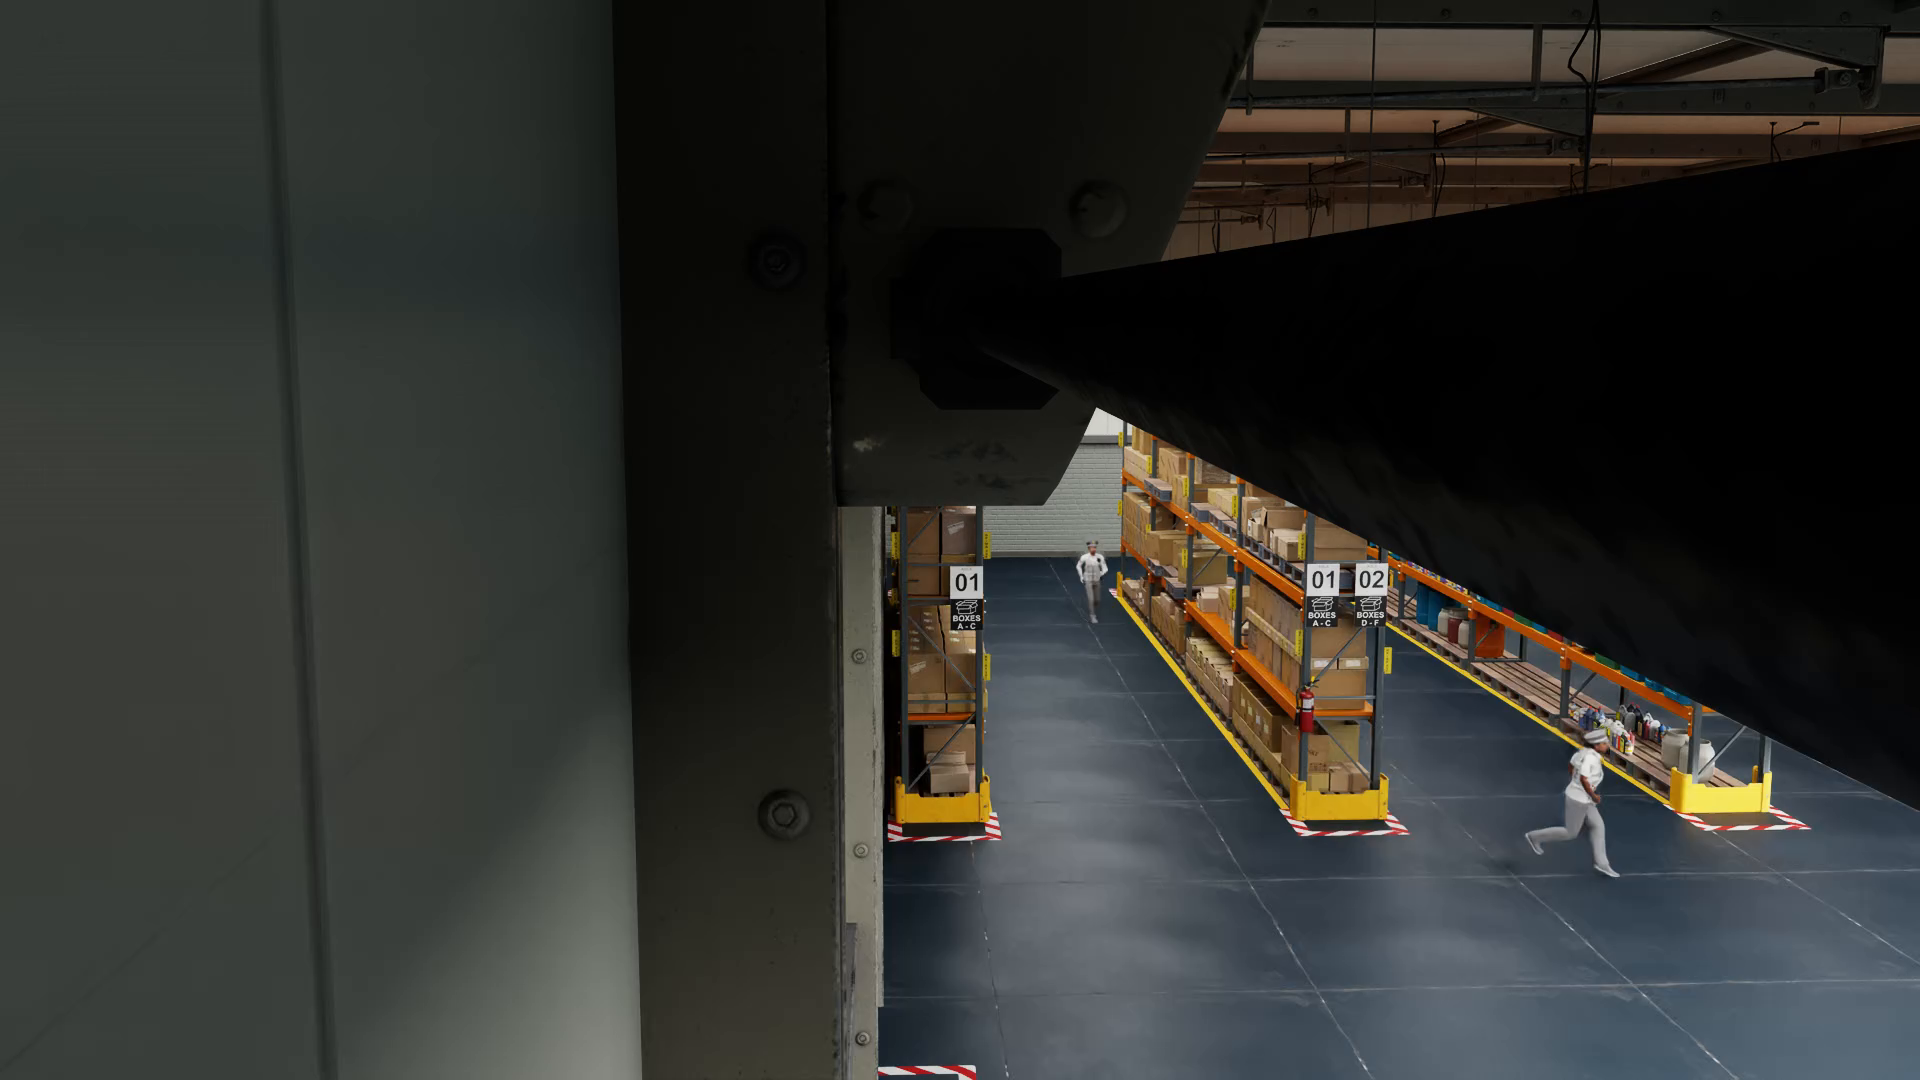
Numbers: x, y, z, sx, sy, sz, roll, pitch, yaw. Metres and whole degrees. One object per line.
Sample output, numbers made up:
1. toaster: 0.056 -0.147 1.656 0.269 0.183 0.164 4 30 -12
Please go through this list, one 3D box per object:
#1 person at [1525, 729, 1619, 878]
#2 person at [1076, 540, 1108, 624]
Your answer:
1. person: 6.889 2.926 18.632 1.016 1.683 0.574 3 9 20
2. person: 2.652 0.815 33.400 0.616 1.664 0.735 -1 8 -5
